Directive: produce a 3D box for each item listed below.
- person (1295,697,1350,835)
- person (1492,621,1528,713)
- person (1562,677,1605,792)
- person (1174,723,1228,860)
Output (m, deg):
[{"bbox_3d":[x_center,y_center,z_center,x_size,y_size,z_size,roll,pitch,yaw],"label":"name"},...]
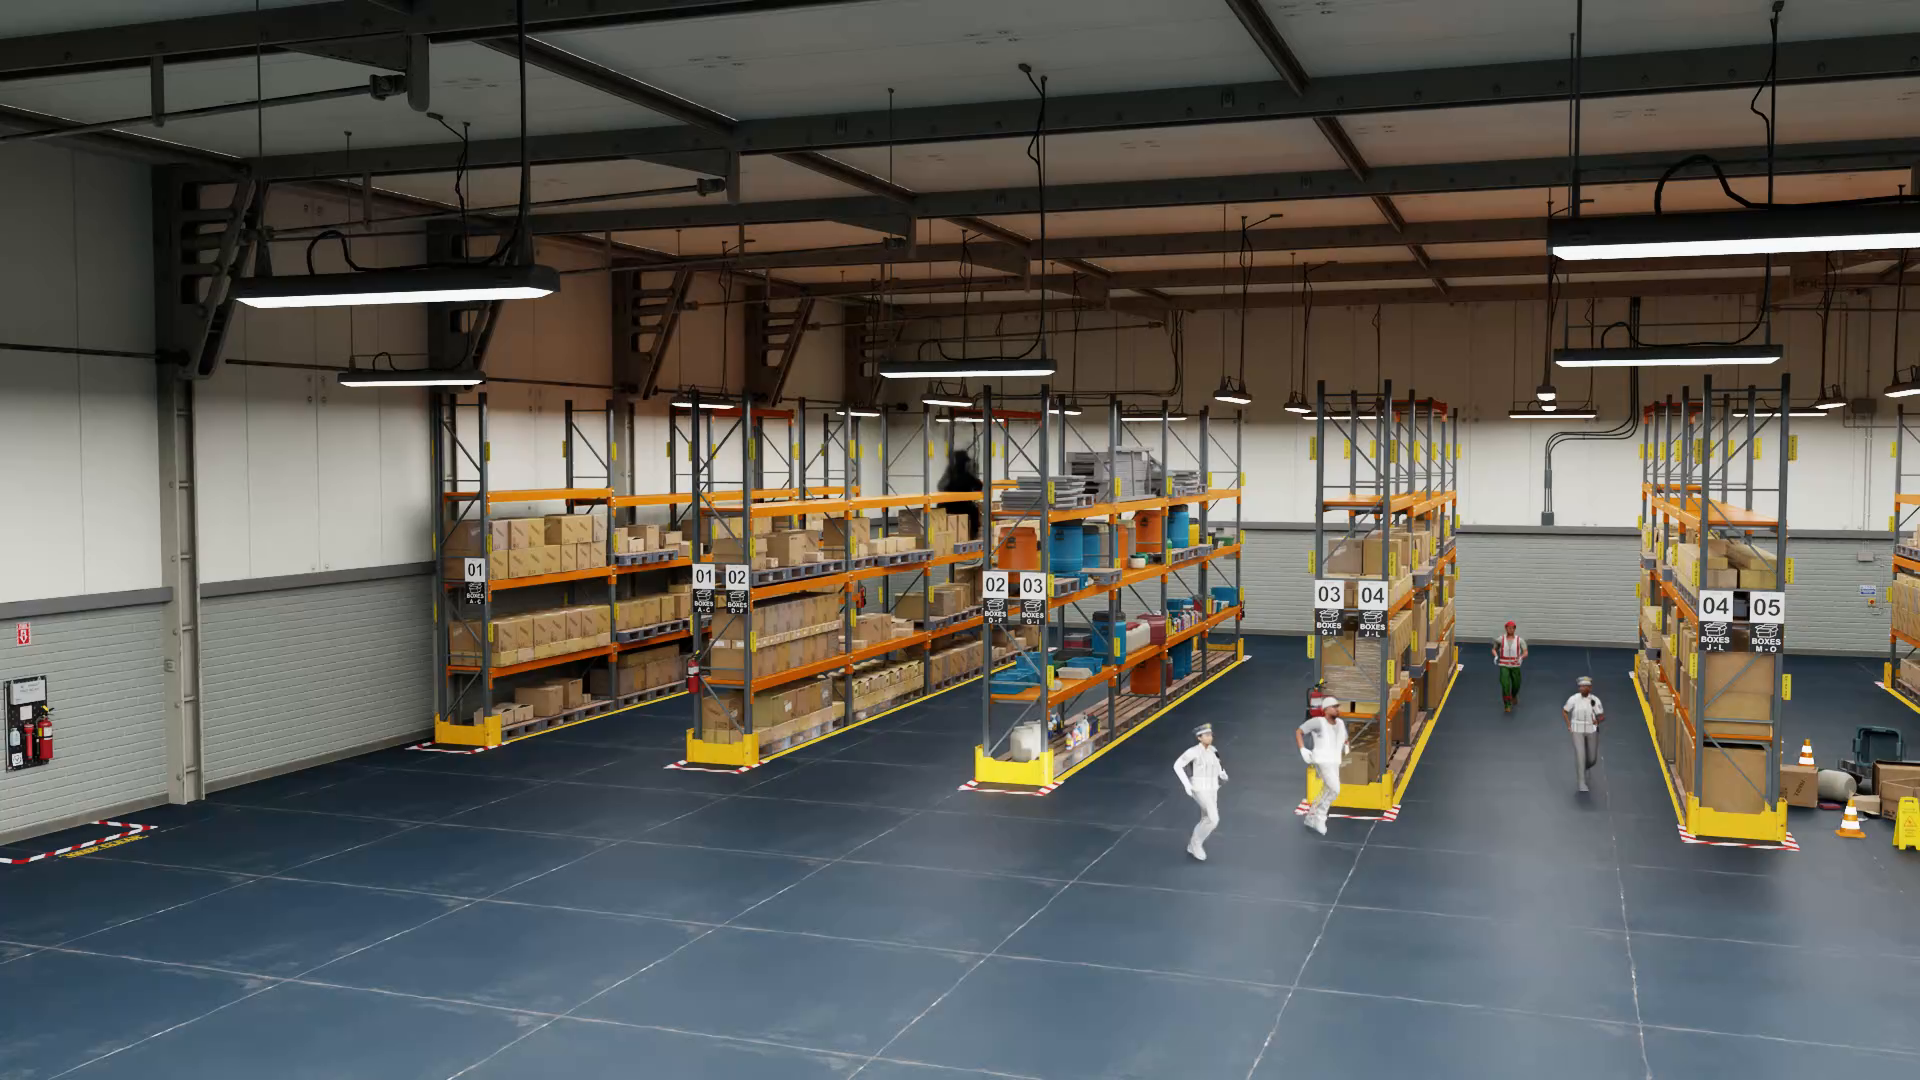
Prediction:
[{"bbox_3d":[4.855,2.959,21.939,0.697,1.769,0.622,-3,4,-40],"label":"person"},{"bbox_3d":[10.563,2.429,31.972,0.659,1.742,0.709,1,3,18],"label":"person"},{"bbox_3d":[9.256,2.849,24.687,0.588,1.667,0.796,1,3,12],"label":"person"},{"bbox_3d":[3.011,3.071,20.321,0.593,1.670,0.644,-3,4,-41],"label":"person"}]
